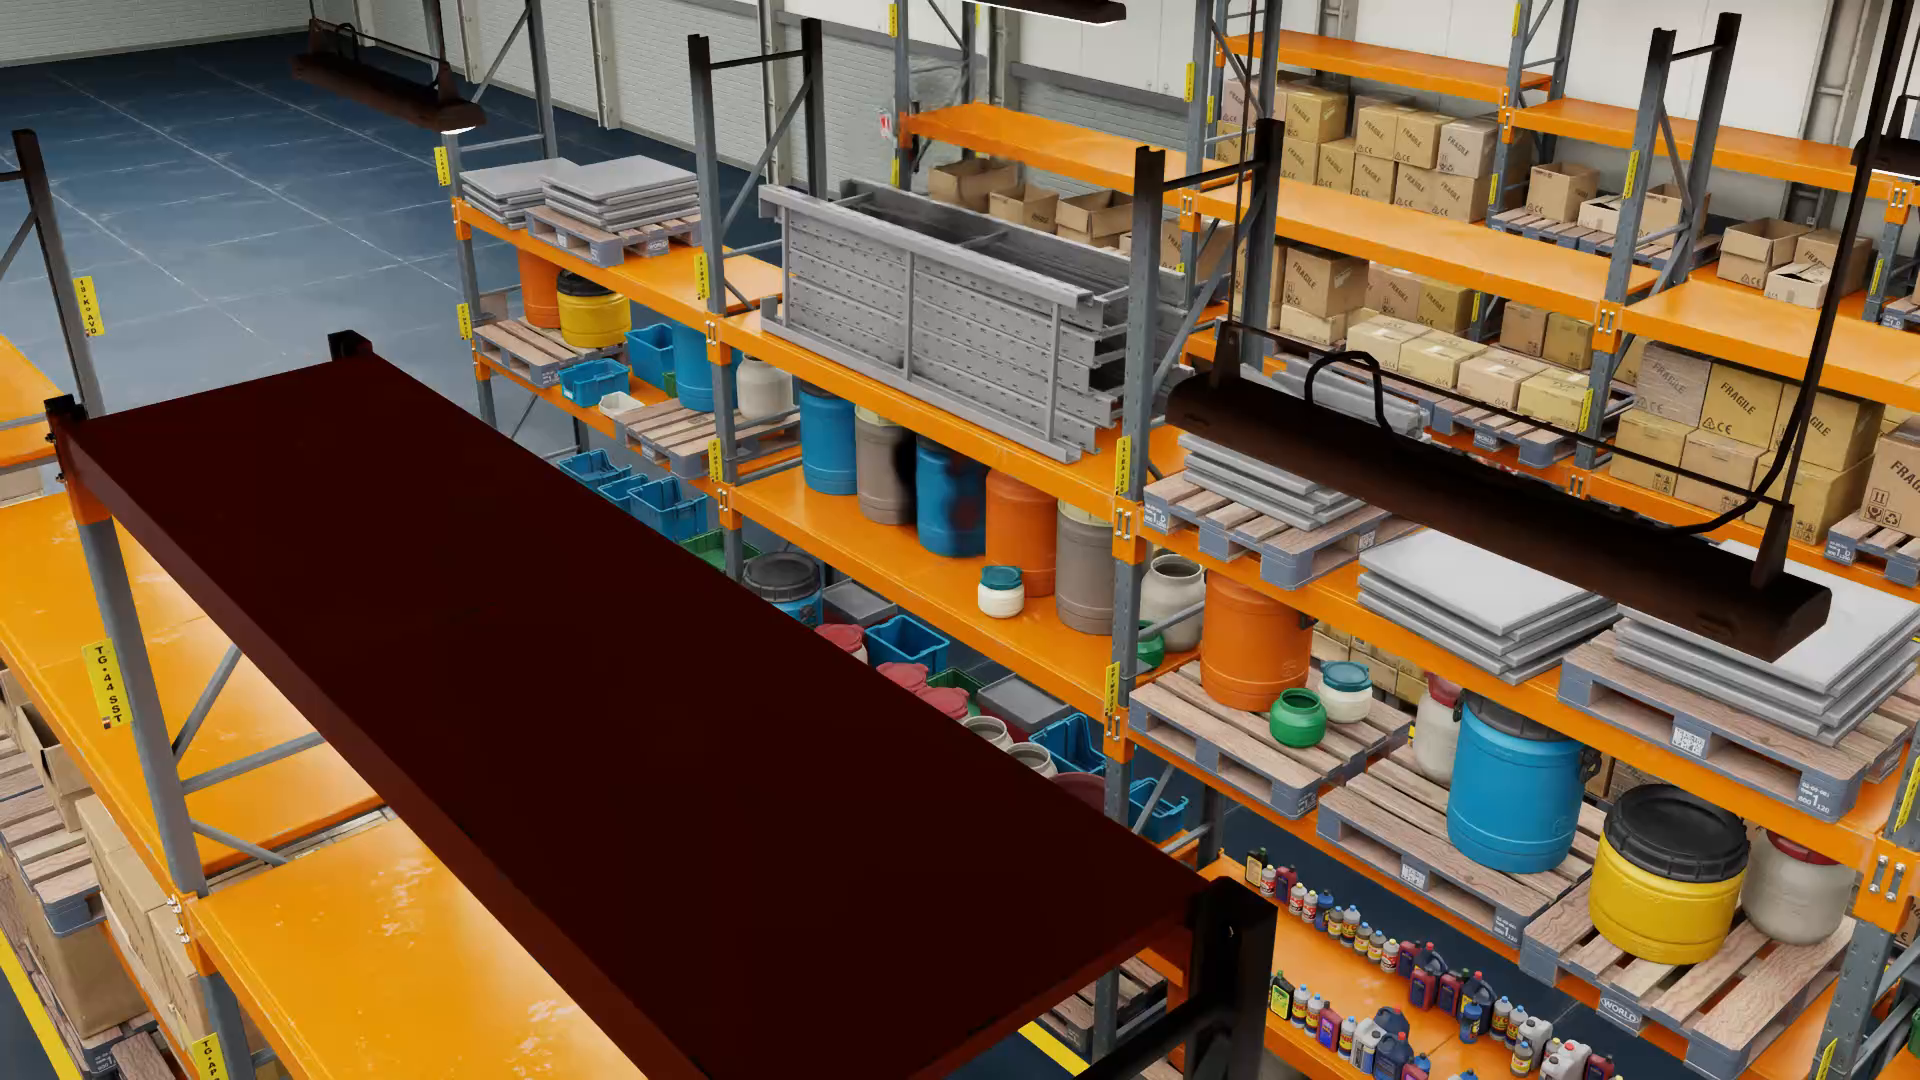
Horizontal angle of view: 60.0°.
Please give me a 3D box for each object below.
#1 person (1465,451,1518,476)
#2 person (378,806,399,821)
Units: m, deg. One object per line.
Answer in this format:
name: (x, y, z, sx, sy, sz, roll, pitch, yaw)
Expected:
person: (5.371, -0.530, 16.645, 0.735, 1.844, 0.631, 22, 34, 36)
person: (-4.469, 1.655, 12.418, 0.670, 1.769, 0.921, -24, 36, -39)
